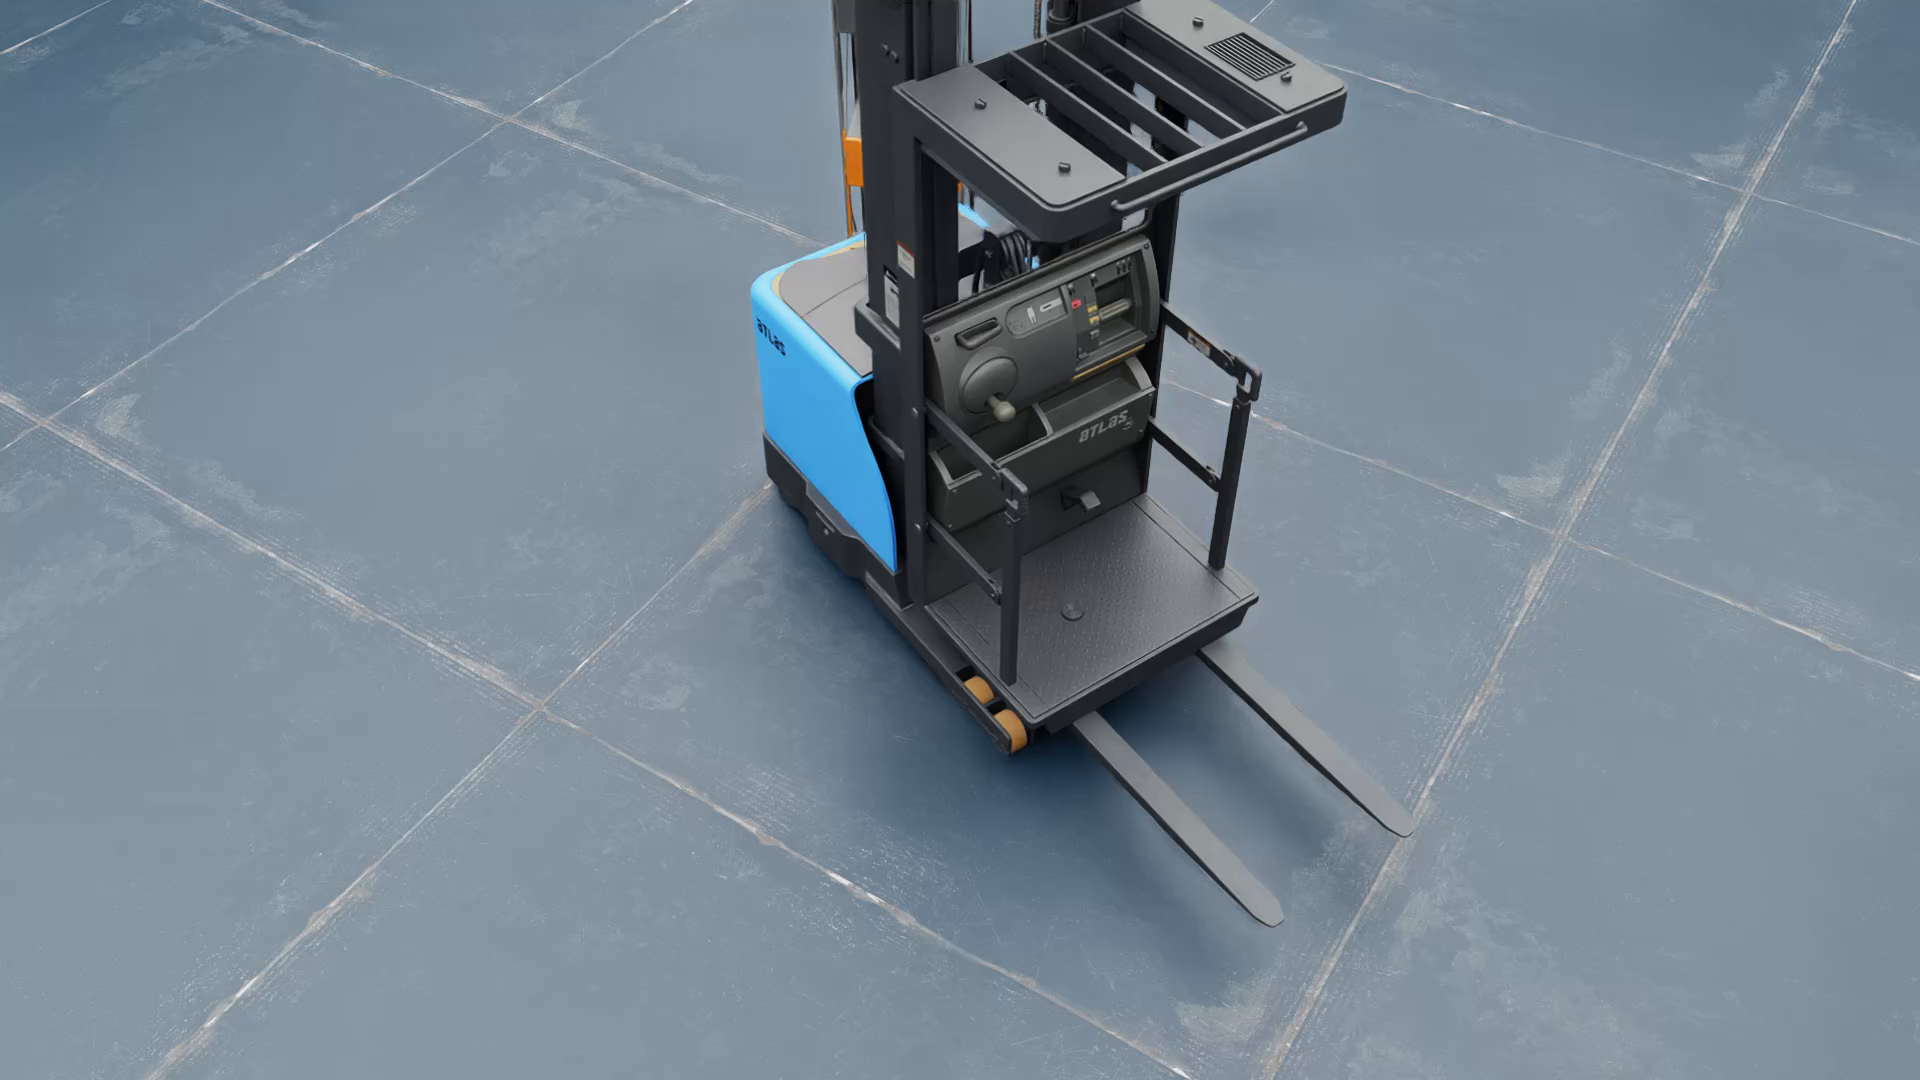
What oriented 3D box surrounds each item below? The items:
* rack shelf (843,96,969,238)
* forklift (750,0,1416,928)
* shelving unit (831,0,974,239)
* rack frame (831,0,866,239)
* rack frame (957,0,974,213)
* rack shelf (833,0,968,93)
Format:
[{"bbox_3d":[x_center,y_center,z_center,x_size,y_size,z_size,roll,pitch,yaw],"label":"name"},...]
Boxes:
[{"bbox_3d":[-0.215,-1.610,7.088,0.480,0.518,0.431,4,46,5],"label":"rack shelf"},{"bbox_3d":[0.423,-0.626,5.536,1.130,2.935,3.031,-27,52,-24],"label":"forklift"},{"bbox_3d":[-0.215,-1.620,7.078,0.503,2.100,0.431,4,46,5],"label":"shelving unit"},{"bbox_3d":[-0.458,-1.637,7.099,0.015,2.100,0.400,4,46,5],"label":"rack frame"},{"bbox_3d":[0.027,-1.602,7.057,0.015,2.100,0.400,4,46,5],"label":"rack frame"},{"bbox_3d":[-0.223,-2.099,6.586,0.480,0.518,0.431,4,46,5],"label":"rack shelf"}]
